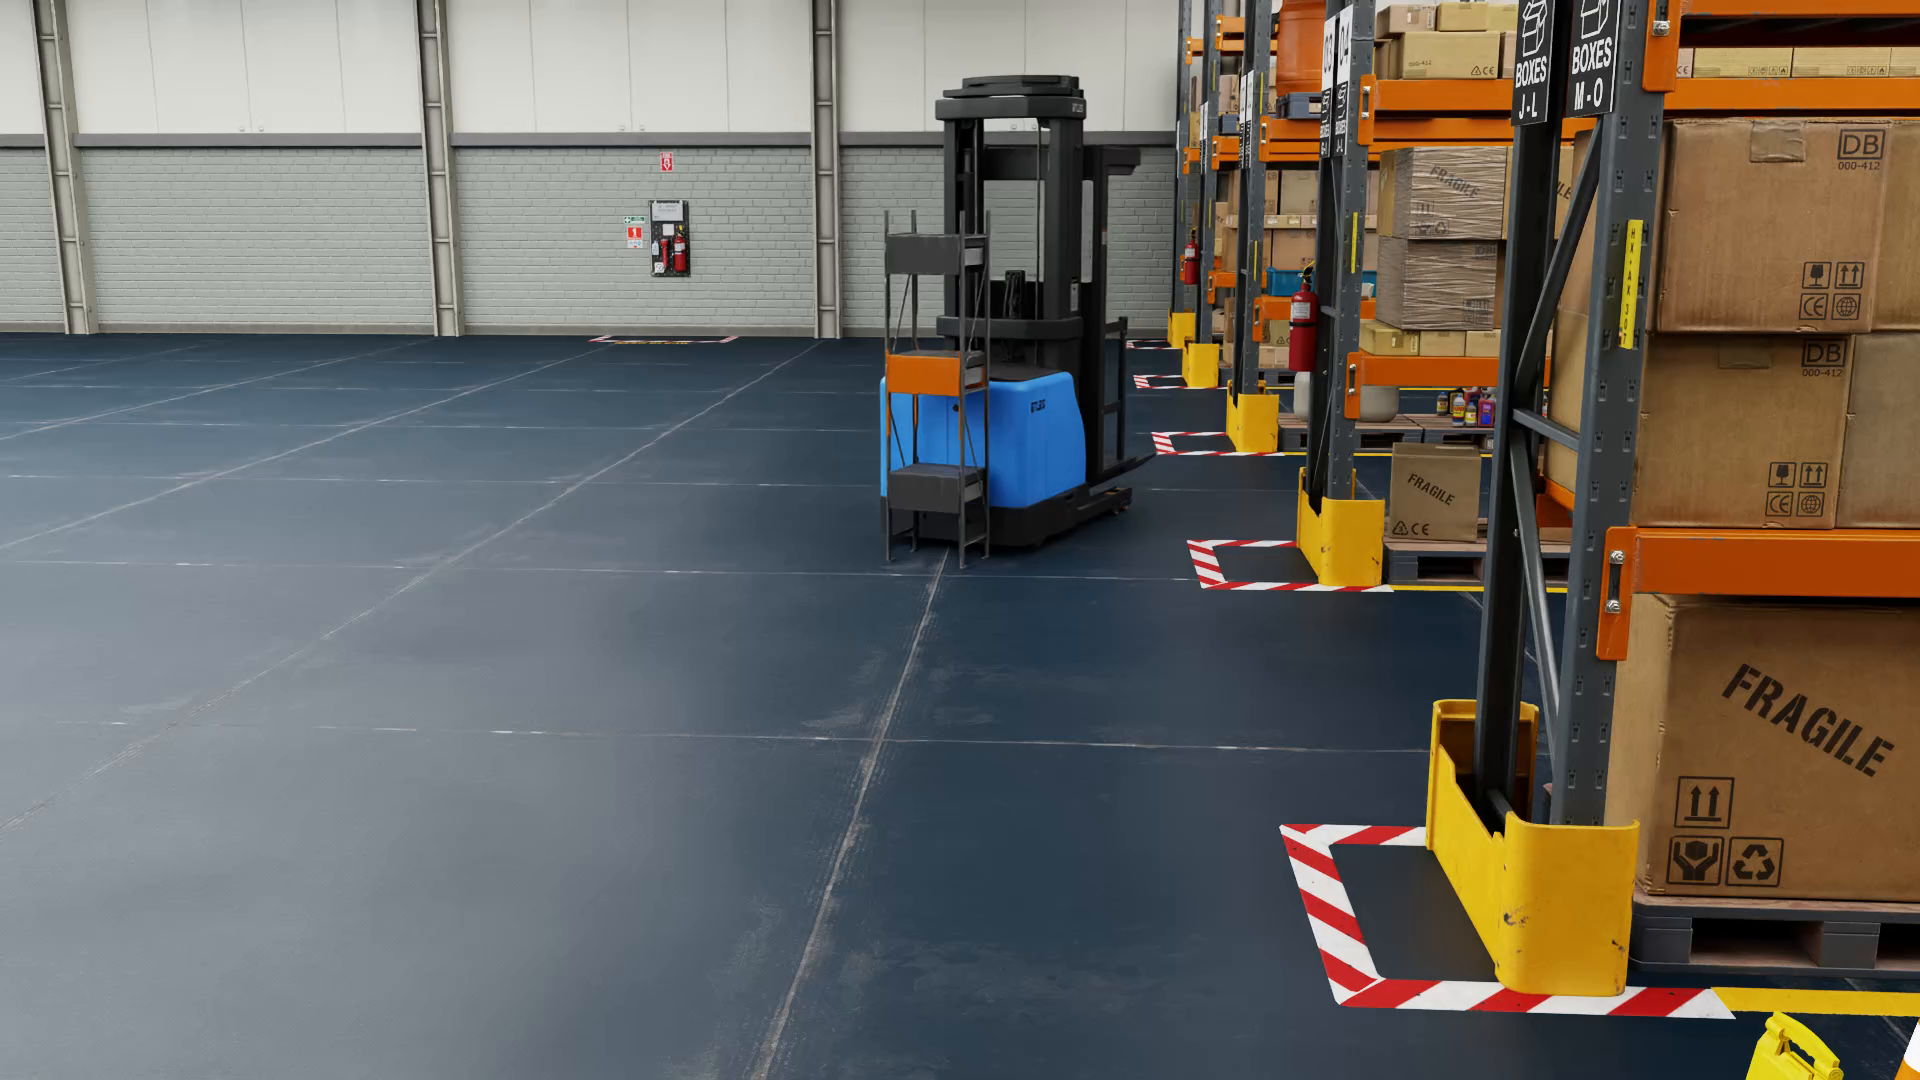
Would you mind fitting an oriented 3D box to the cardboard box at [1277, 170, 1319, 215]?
[{"bbox_3d":[3.911,-4.014,19.216,0.500,0.500,0.700,0,12,2],"label":"cardboard box"}]

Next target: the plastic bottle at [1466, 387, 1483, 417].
[{"bbox_3d":[4.638,-1.253,14.992,0.133,0.283,0.061,1,12,4],"label":"plastic bottle"}]

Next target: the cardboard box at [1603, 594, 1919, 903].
[{"bbox_3d":[2.451,0.520,5.118,0.875,0.875,0.875,1,12,4],"label":"cardboard box"}]

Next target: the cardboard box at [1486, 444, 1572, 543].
[{"bbox_3d":[3.423,-0.291,9.911,0.500,0.500,0.500,4,12,19],"label":"cardboard box"}]

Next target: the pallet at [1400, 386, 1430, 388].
[{"bbox_3d":[4.848,-1.961,19.629,1.213,0.211,1.003,1,12,4],"label":"pallet"}]

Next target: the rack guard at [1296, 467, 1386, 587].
[{"bbox_3d":[2.278,-0.097,10.011,0.348,0.500,1.175,1,12,4],"label":"rack guard"}]

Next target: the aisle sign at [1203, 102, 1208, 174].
[{"bbox_3d":[2.782,-4.556,18.874,0.004,0.787,0.394,1,12,4],"label":"aisle sign"}]

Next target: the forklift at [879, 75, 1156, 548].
[{"bbox_3d":[0.570,-1.643,11.463,1.130,2.935,3.031,6,13,25],"label":"forklift"}]

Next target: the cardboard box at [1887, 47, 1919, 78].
[{"bbox_3d":[5.201,-2.624,9.026,0.500,0.250,0.500,1,12,5],"label":"cardboard box"}]

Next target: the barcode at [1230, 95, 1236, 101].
[{"bbox_3d":[3.201,-5.192,19.520,0.075,0.075,0.001,1,12,4],"label":"barcode"}]

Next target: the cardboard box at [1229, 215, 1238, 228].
[{"bbox_3d":[3.245,-3.663,19.122,0.250,0.149,0.380,1,12,3],"label":"cardboard box"}]

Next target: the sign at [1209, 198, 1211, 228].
[{"bbox_3d":[2.825,-3.695,18.797,0.005,0.325,0.100,1,12,4],"label":"sign"}]

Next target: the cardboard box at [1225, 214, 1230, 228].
[{"bbox_3d":[3.262,-3.746,19.519,0.250,0.149,0.380,1,12,3],"label":"cardboard box"}]

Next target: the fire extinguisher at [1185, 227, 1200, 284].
[{"bbox_3d":[2.781,-3.404,19.904,0.183,0.674,0.296,1,12,4],"label":"fire extinguisher"}]

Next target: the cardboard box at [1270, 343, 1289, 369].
[{"bbox_3d":[3.888,-2.146,19.392,0.500,0.250,0.500,1,12,4],"label":"cardboard box"}]

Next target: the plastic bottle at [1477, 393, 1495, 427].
[{"bbox_3d":[4.546,-1.124,14.375,0.133,0.283,0.061,1,12,5],"label":"plastic bottle"}]

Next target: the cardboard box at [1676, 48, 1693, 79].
[{"bbox_3d":[3.675,-2.644,9.121,0.500,0.250,0.500,1,12,4],"label":"cardboard box"}]

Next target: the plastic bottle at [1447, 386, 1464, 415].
[{"bbox_3d":[4.513,-1.286,15.149,0.133,0.283,0.061,1,12,5],"label":"plastic bottle"}]

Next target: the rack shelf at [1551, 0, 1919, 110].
[{"bbox_3d":[3.766,-1.399,4.559,4.000,0.370,1.077,1,12,4],"label":"rack shelf"}]

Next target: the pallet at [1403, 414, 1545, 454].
[{"bbox_3d":[4.637,-0.948,14.783,1.213,0.211,1.003,1,12,4],"label":"pallet"}]

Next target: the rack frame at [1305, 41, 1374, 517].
[{"bbox_3d":[2.202,-1.322,9.760,0.127,3.000,1.000,1,12,4],"label":"rack frame"}]

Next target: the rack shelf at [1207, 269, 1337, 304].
[{"bbox_3d":[4.864,-2.966,19.378,4.000,0.370,1.077,1,12,4],"label":"rack shelf"}]

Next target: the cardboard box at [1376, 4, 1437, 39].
[{"bbox_3d":[2.462,-2.861,9.184,0.250,0.149,0.380,1,12,3],"label":"cardboard box"}]

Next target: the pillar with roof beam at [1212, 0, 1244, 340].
[{"bbox_3d":[3.664,-6.582,20.254,0.400,9.000,9.100,1,12,4],"label":"pillar with roof beam"}]

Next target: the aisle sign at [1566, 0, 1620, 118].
[{"bbox_3d":[1.679,-1.522,4.369,0.004,0.787,0.394,1,12,4],"label":"aisle sign"}]

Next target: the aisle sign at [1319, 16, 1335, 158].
[{"bbox_3d":[2.161,-2.656,9.791,0.004,0.787,0.394,1,12,4],"label":"aisle sign"}]

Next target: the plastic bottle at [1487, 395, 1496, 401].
[{"bbox_3d":[4.794,-1.207,14.972,0.097,0.201,0.097,0,12,0],"label":"plastic bottle"}]

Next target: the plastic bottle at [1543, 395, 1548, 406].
[{"bbox_3d":[5.278,-1.232,15.089,0.097,0.201,0.097,0,12,0],"label":"plastic bottle"}]

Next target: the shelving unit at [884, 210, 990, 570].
[{"bbox_3d":[-0.133,-0.907,9.974,0.503,2.100,0.431,5,13,24],"label":"shelving unit"}]

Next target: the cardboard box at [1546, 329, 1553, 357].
[{"bbox_3d":[3.218,-1.133,9.473,0.250,0.149,0.380,1,12,4],"label":"cardboard box"}]

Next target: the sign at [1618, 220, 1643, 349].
[{"bbox_3d":[1.727,-0.659,4.285,0.005,0.325,0.100,1,12,4],"label":"sign"}]

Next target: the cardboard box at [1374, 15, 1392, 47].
[{"bbox_3d":[2.500,-2.972,9.715,0.250,0.149,0.380,1,12,4],"label":"cardboard box"}]

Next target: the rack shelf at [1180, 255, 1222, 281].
[{"bbox_3d":[5.191,-3.978,24.216,4.000,0.370,1.077,1,12,4],"label":"rack shelf"}]

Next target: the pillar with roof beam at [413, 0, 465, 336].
[{"bbox_3d":[-8.309,-6.746,21.038,0.400,9.000,9.100,1,12,4],"label":"pillar with roof beam"}]

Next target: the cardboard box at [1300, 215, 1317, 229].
[{"bbox_3d":[4.009,-3.652,19.071,0.250,0.149,0.380,1,12,3],"label":"cardboard box"}]

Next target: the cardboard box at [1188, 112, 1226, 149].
[{"bbox_3d":[3.512,-5.829,23.688,0.500,0.500,0.500,1,12,5],"label":"cardboard box"}]

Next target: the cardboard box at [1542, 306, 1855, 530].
[{"bbox_3d":[2.143,-0.387,4.928,0.550,0.550,0.875,1,12,4],"label":"cardboard box"}]

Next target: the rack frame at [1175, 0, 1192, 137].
[{"bbox_3d":[3.195,-7.294,23.659,0.127,3.000,1.000,1,12,4],"label":"rack frame"}]

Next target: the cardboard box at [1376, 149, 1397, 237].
[{"bbox_3d":[2.768,-2.049,9.823,0.500,0.500,0.500,1,12,4],"label":"cardboard box"}]

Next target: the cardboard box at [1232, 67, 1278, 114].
[{"bbox_3d":[3.441,-5.130,19.018,0.637,0.503,0.797,2,12,8],"label":"cardboard box"}]

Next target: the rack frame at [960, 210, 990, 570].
[{"bbox_3d":[0.089,-0.886,9.874,0.015,2.100,0.400,5,13,24],"label":"rack frame"}]

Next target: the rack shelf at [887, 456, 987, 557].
[{"bbox_3d":[-0.133,-0.208,10.120,0.480,0.518,0.431,5,13,24],"label":"rack shelf"}]

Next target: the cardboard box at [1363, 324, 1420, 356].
[{"bbox_3d":[2.471,-1.146,9.535,0.250,0.149,0.380,1,12,4],"label":"cardboard box"}]

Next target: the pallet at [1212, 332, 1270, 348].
[{"bbox_3d":[4.080,-2.973,24.466,1.213,0.211,1.003,1,12,4],"label":"pallet"}]

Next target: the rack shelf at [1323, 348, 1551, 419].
[{"bbox_3d":[4.198,-0.942,9.703,4.000,0.370,1.077,1,12,4],"label":"rack shelf"}]

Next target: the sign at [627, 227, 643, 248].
[{"bbox_3d":[-5.043,-4.694,25.797,0.234,0.329,0.001,1,12,4],"label":"sign"}]

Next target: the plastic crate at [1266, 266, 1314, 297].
[{"bbox_3d":[3.053,-2.315,14.872,0.616,0.251,0.499,1,12,4],"label":"plastic crate"}]

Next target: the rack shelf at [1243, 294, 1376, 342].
[{"bbox_3d":[4.529,-1.954,14.541,4.000,0.370,1.077,1,12,4],"label":"rack shelf"}]

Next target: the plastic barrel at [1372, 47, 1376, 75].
[{"bbox_3d":[3.679,-4.110,14.278,0.600,0.588,0.600,0,12,0],"label":"plastic barrel"}]

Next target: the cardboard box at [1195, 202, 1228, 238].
[{"bbox_3d":[3.652,-4.593,23.885,0.500,0.500,0.500,1,12,4],"label":"cardboard box"}]

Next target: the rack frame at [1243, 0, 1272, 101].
[{"bbox_3d":[2.533,-5.270,13.983,0.127,3.000,1.000,1,12,4],"label":"rack frame"}]

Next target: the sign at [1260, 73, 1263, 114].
[{"bbox_3d":[2.492,-3.694,13.753,0.005,0.325,0.100,1,12,4],"label":"sign"}]
